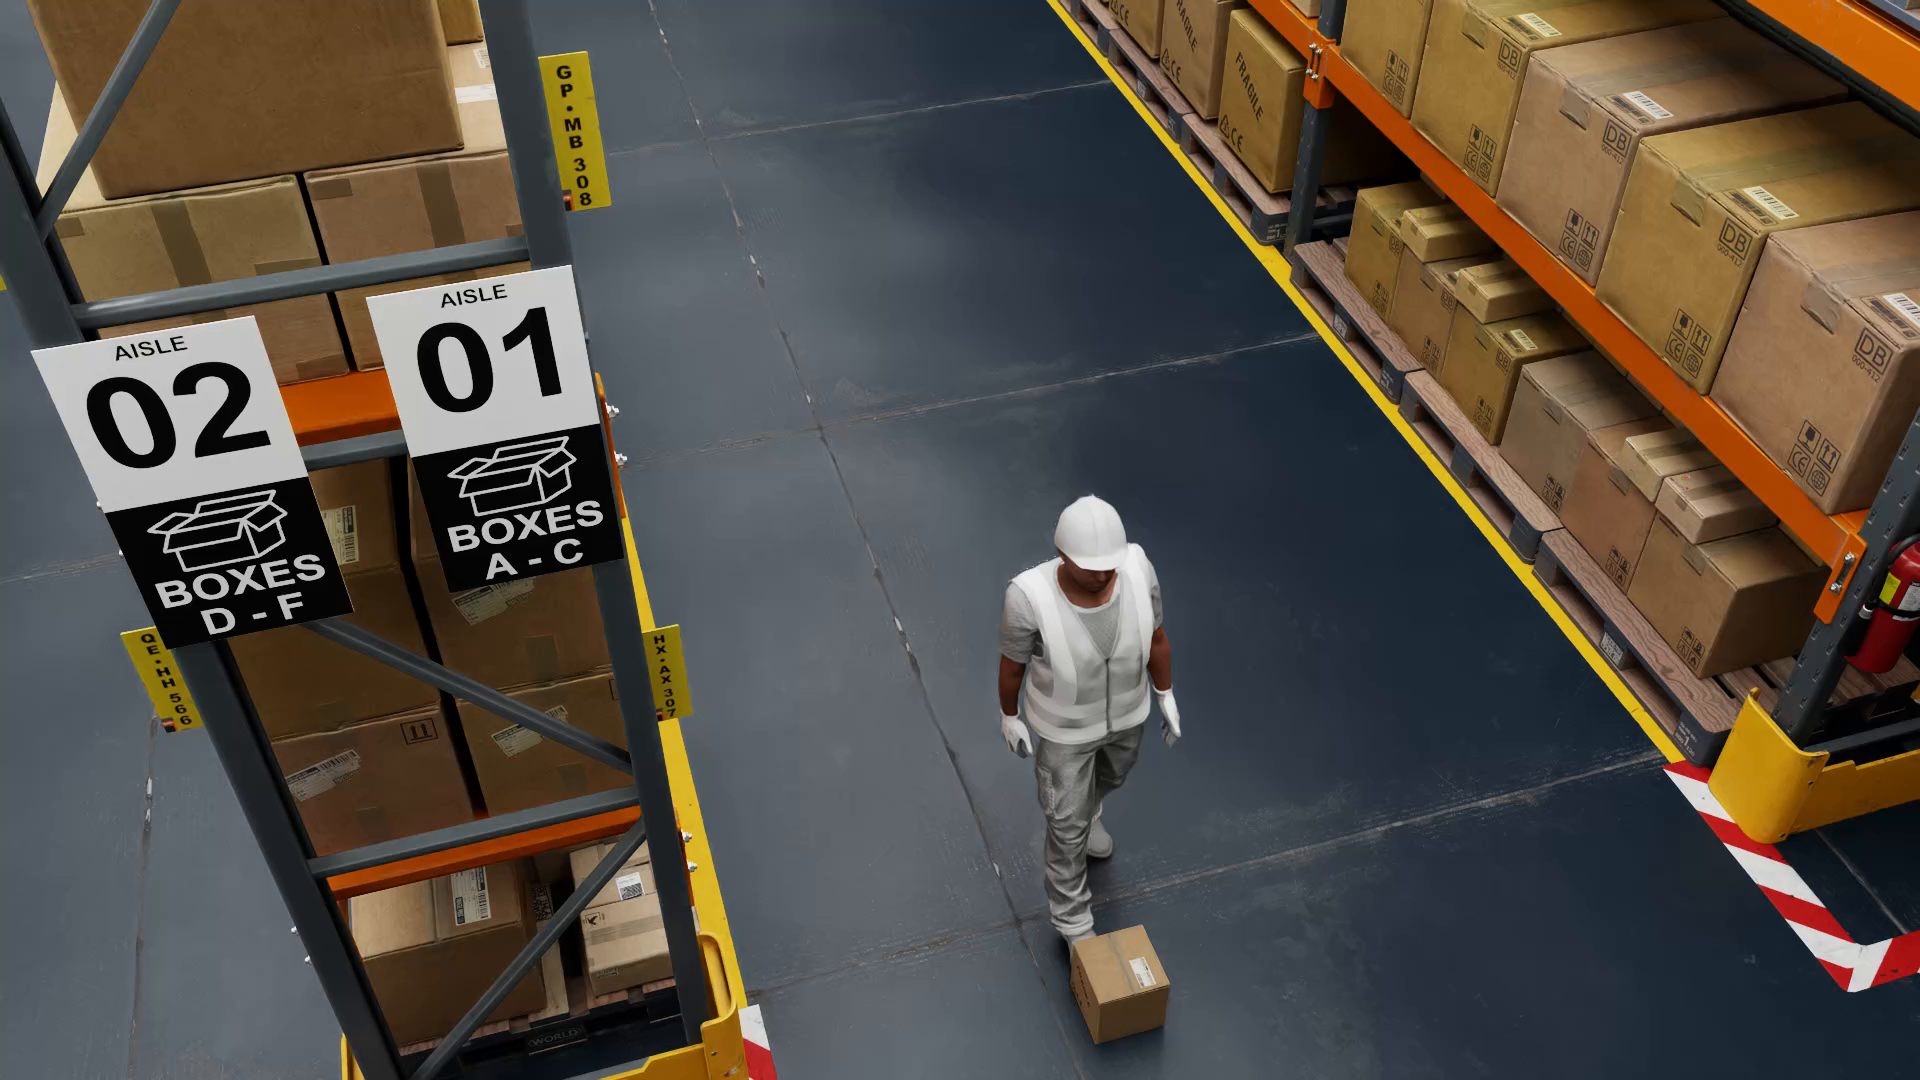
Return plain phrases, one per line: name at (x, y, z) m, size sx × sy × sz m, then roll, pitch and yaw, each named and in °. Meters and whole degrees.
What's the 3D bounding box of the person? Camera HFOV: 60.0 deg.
person at (0.462, 0.614, 5.443) m, size 0.578 × 1.772 × 0.774 m, roll -17°, pitch 44°, yaw -18°
